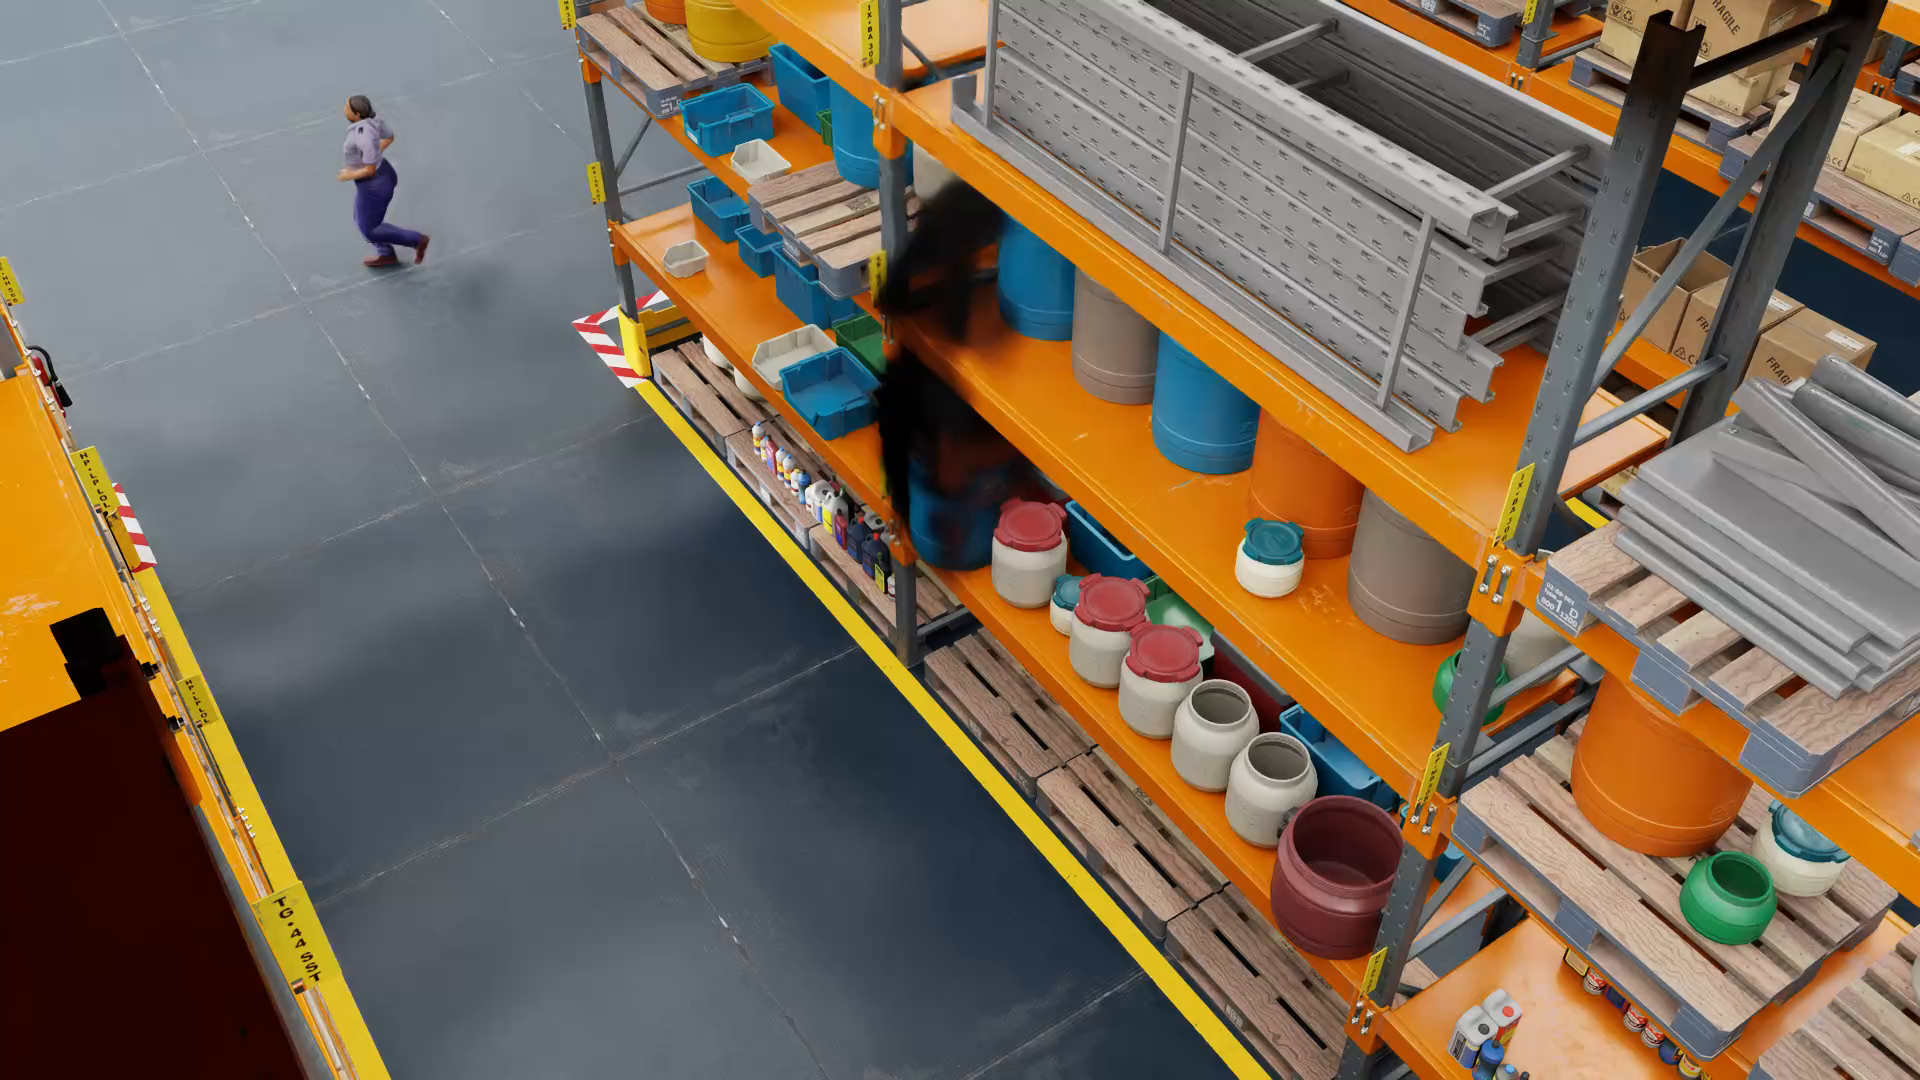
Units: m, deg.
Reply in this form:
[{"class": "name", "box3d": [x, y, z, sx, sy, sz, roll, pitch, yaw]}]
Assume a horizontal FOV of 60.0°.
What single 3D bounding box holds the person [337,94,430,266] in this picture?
[{"class": "person", "box3d": [-4.818, -2.969, 13.808, 0.664, 1.597, 0.612, -2, 43, -2]}]
